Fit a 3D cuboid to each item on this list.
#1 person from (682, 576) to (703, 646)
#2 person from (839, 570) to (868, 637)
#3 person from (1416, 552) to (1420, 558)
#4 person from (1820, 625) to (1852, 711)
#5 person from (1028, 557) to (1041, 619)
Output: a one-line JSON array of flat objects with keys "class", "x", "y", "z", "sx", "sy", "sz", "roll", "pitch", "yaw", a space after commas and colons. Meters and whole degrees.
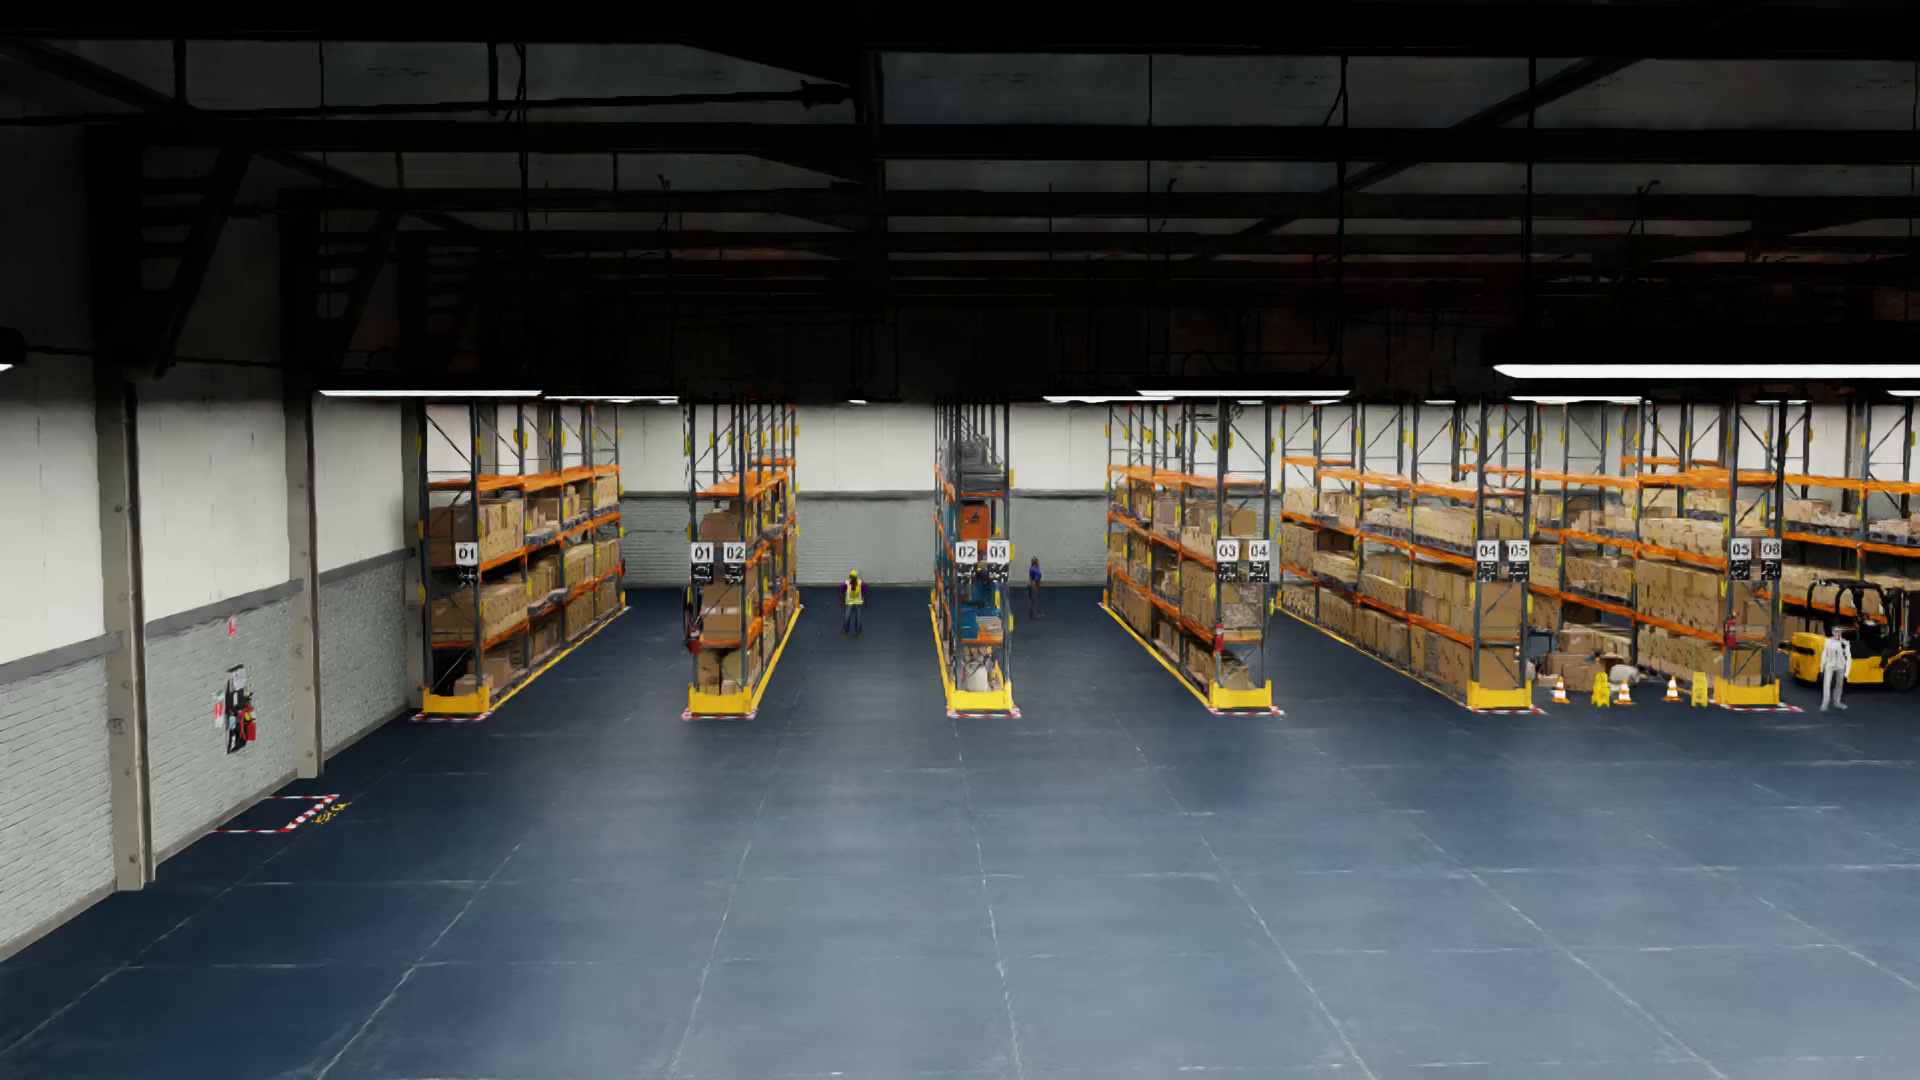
[{"class": "person", "x": -6.420, "y": 1.686, "z": 40.012, "sx": 0.543, "sy": 1.649, "sz": 1.119, "roll": 0, "pitch": 5, "yaw": -4}, {"class": "person", "x": -2.642, "y": 1.578, "z": 41.180, "sx": 0.719, "sy": 1.714, "sz": 0.578, "roll": 0, "pitch": 5, "yaw": -5}, {"class": "person", "x": 12.871, "y": 1.055, "z": 47.239, "sx": 0.677, "sy": 1.774, "sz": 0.807, "roll": -1, "pitch": 5, "yaw": -8}, {"class": "person", "x": 16.487, "y": 2.400, "z": 31.302, "sx": 0.522, "sy": 1.614, "sz": 0.886, "roll": 2, "pitch": 5, "yaw": 24}, {"class": "person", "x": 2.015, "y": 1.294, "z": 44.854, "sx": 0.373, "sy": 1.648, "sz": 0.587, "roll": -1, "pitch": 5, "yaw": -16}]
